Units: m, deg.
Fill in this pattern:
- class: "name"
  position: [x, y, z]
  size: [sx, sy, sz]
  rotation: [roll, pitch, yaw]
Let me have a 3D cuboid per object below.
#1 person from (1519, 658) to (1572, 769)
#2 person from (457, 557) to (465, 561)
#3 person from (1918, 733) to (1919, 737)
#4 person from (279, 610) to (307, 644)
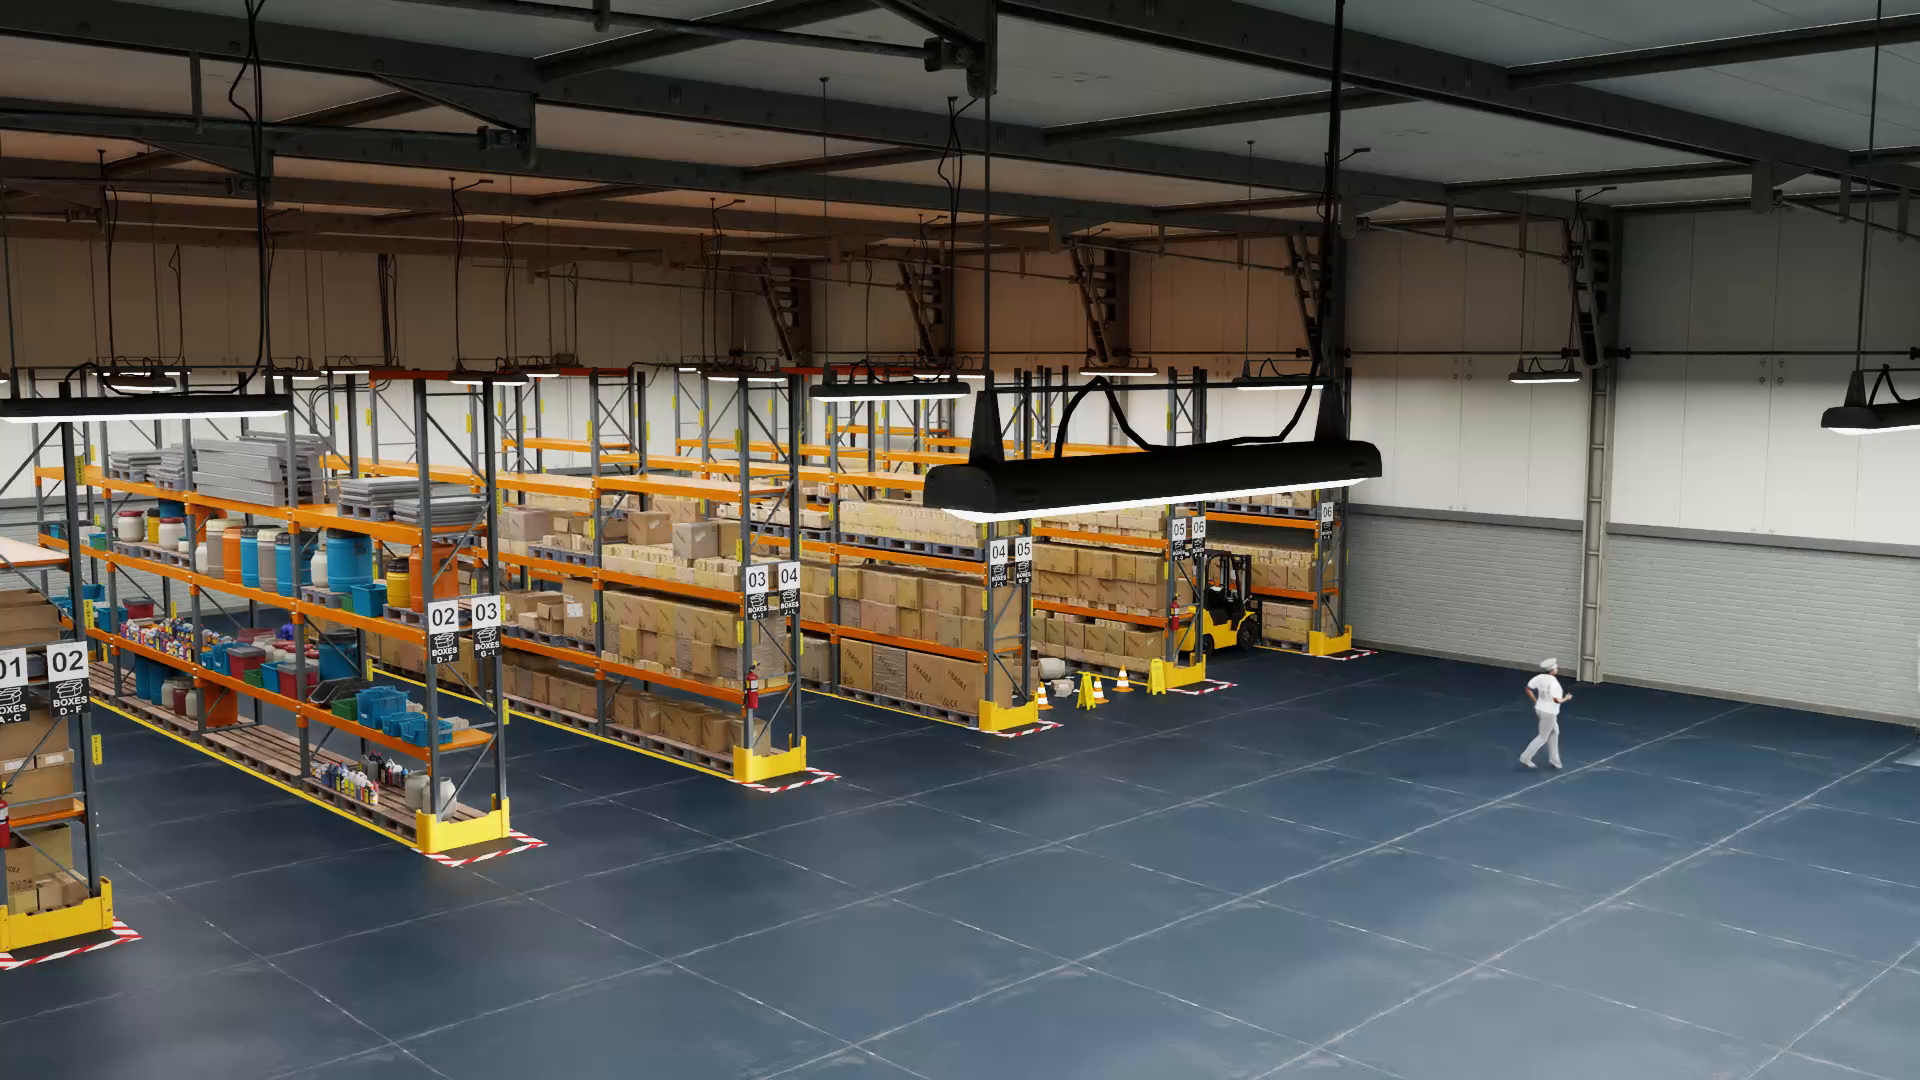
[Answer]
- class: "person"
  position: [8.868, 2.657, 25.172]
  size: [0.764, 1.754, 0.564]
  rotation: [-1, 6, -7]
- class: "person"
  position: [-11.617, 1.204, 38.418]
  size: [0.658, 1.640, 0.579]
  rotation: [0, 6, -2]
- class: "person"
  position: [15.941, 2.468, 26.761]
  size: [0.818, 1.783, 0.622]
  rotation: [4, 8, 34]
- class: "person"
  position: [-12.264, 2.076, 30.661]
  size: [0.583, 1.604, 0.573]
  rotation: [5, 8, 38]
